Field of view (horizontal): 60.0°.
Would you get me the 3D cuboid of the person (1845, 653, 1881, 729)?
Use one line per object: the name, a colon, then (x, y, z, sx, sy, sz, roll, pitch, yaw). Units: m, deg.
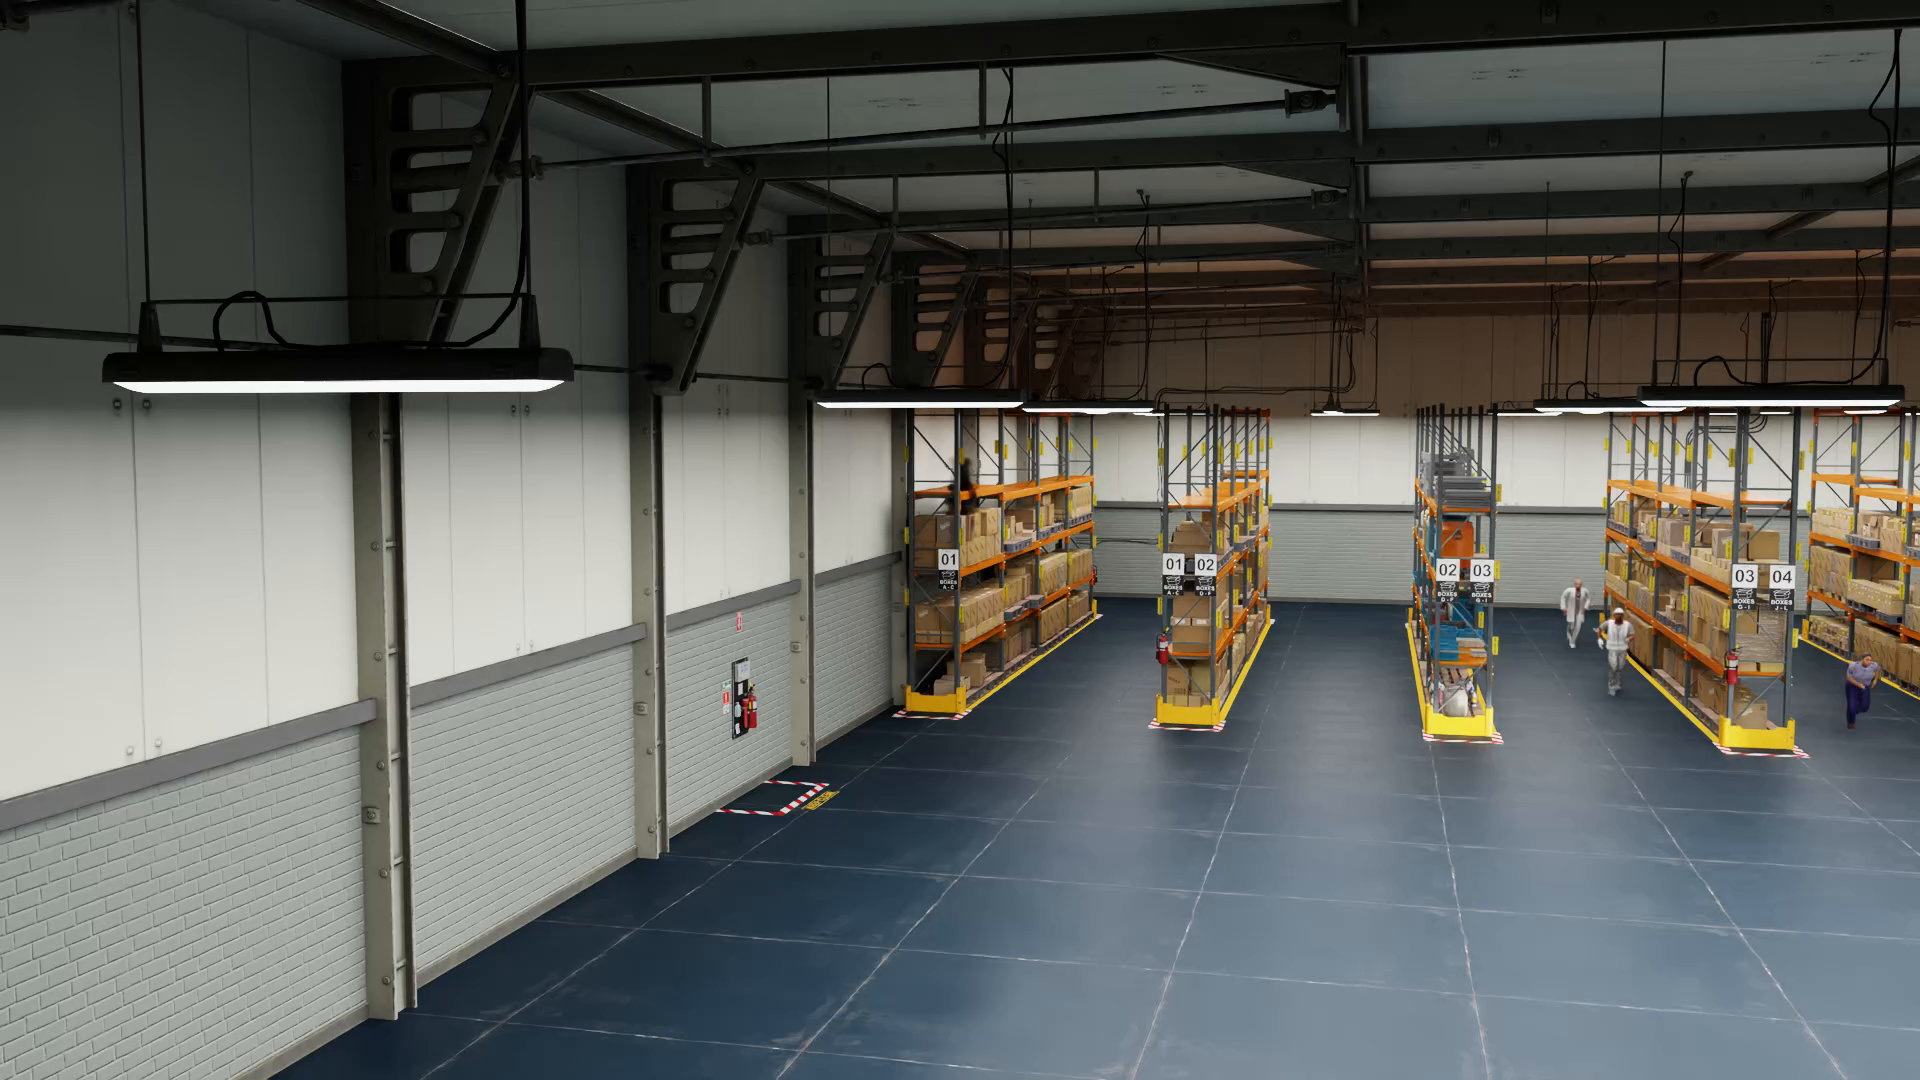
person: (16.614, 2.778, 30.612, 0.639, 1.458, 0.768, 0, 4, 4)

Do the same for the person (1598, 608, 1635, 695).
person: (13.680, 2.331, 34.623, 0.685, 1.861, 0.772, 1, 4, 7)

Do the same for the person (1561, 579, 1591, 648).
person: (15.495, 1.827, 41.904, 0.701, 1.719, 0.746, 0, 4, 4)
